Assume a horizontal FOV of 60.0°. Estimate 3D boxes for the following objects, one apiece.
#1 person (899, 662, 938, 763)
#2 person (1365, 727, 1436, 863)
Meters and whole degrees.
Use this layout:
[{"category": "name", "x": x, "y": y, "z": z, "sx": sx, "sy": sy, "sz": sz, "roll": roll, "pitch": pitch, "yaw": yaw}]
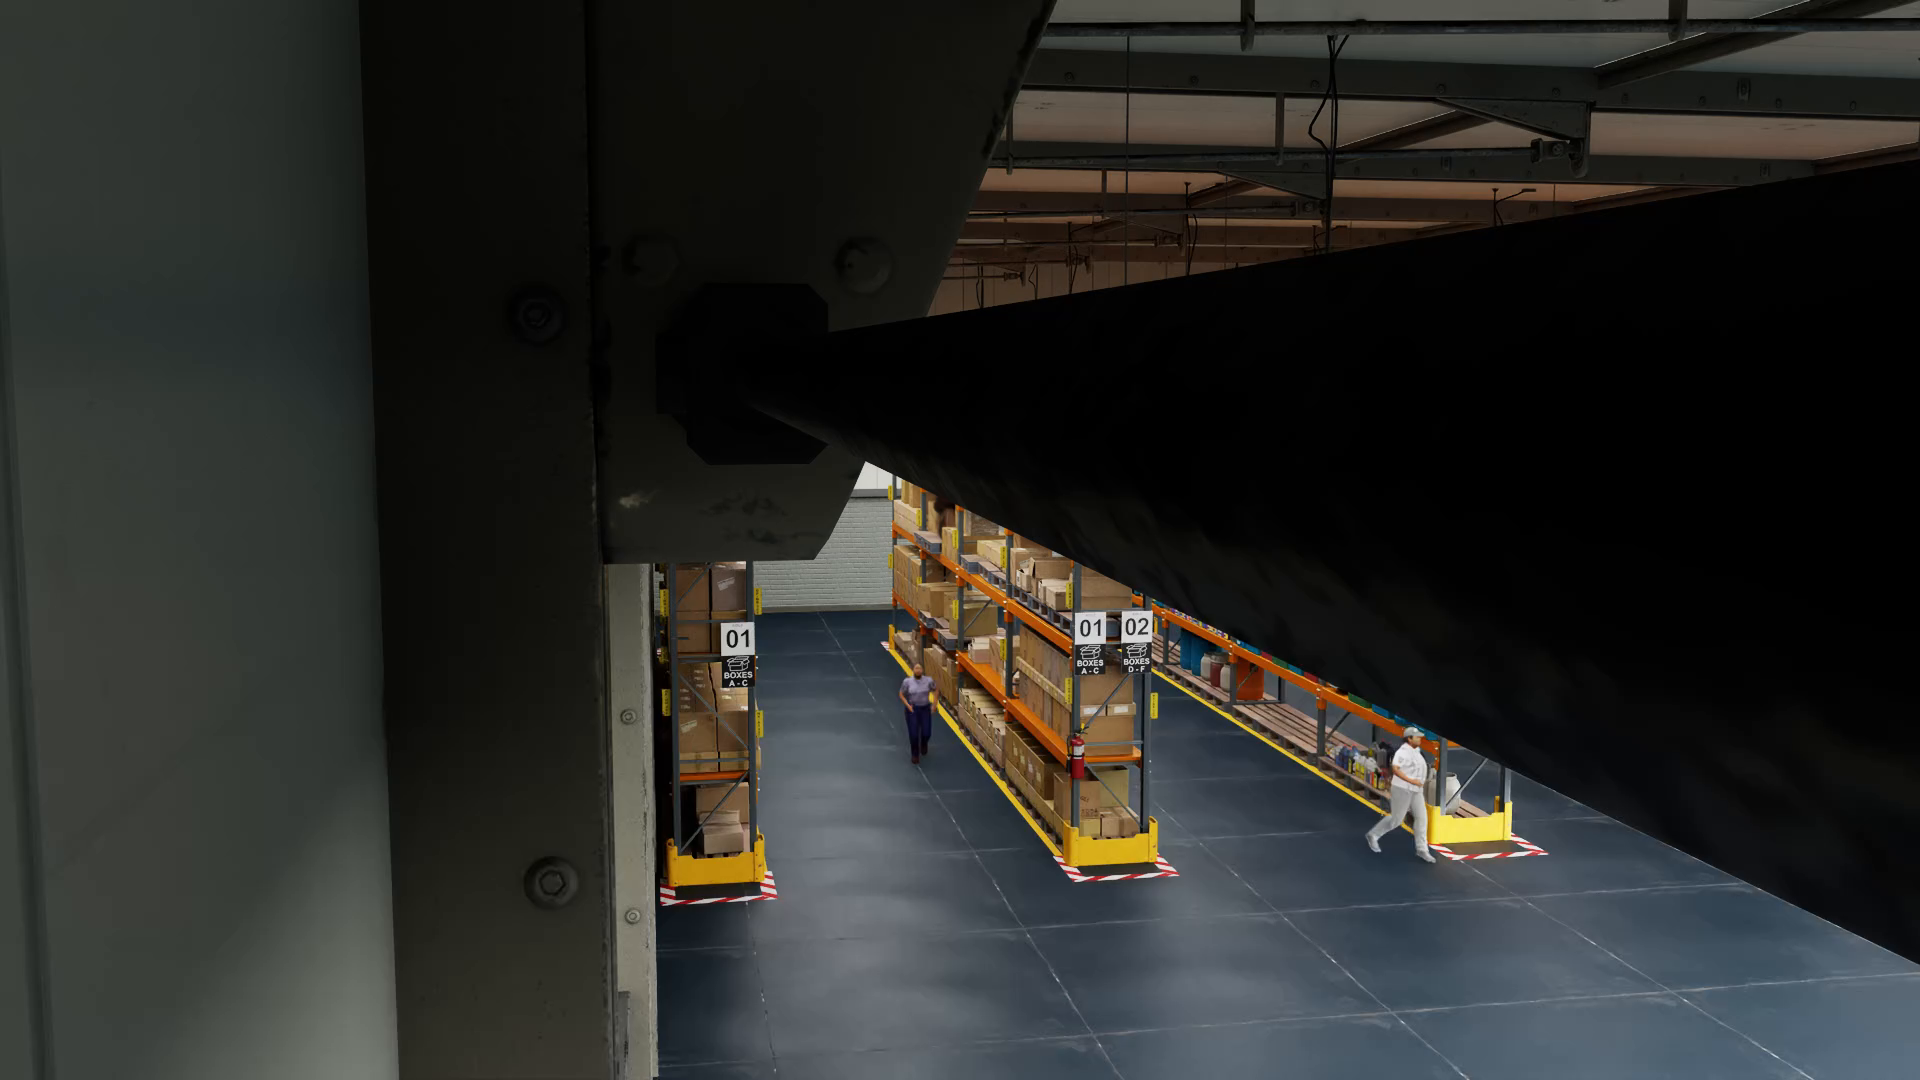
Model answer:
[{"category": "person", "x": -0.642, "y": 2.716, "z": 26.223, "sx": 0.640, "sy": 1.593, "sz": 0.571, "roll": -1, "pitch": 6, "yaw": -8}, {"category": "person", "x": 5.743, "y": 3.217, "z": 21.255, "sx": 0.909, "sy": 1.650, "sz": 0.694, "roll": 6, "pitch": 9, "yaw": 43}]
